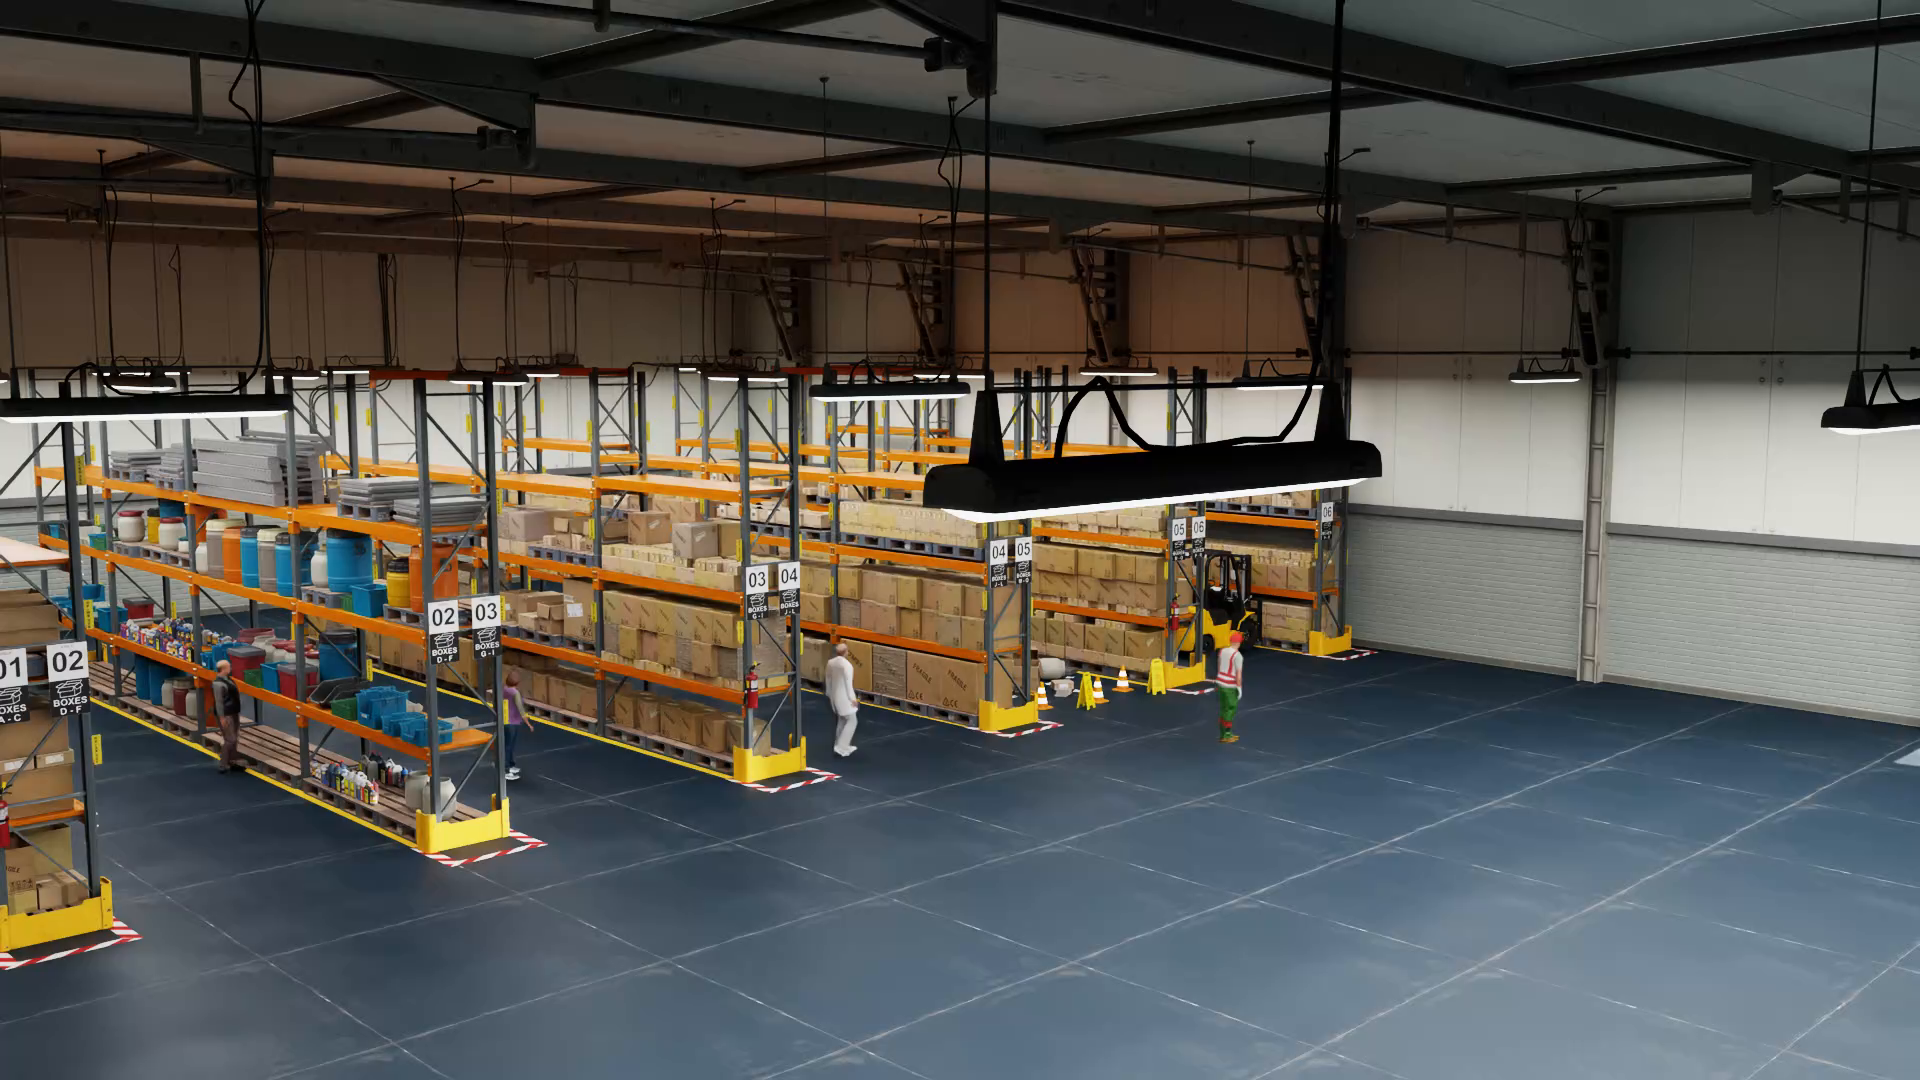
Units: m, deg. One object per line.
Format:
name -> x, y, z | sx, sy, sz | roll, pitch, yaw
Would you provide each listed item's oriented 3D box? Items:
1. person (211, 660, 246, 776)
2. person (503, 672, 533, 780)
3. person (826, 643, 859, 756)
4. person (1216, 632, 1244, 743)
person -> -11.046, 2.691, 25.102 | 0.400, 1.794, 0.585 | 0, 6, -2
person -> -6.705, 2.760, 24.832 | 0.503, 1.614, 0.581 | -5, 8, -37
person -> -1.846, 2.545, 26.313 | 0.460, 1.860, 0.615 | -3, 7, -28
person -> 4.419, 2.394, 27.100 | 0.437, 1.794, 0.562 | -3, 7, -27
